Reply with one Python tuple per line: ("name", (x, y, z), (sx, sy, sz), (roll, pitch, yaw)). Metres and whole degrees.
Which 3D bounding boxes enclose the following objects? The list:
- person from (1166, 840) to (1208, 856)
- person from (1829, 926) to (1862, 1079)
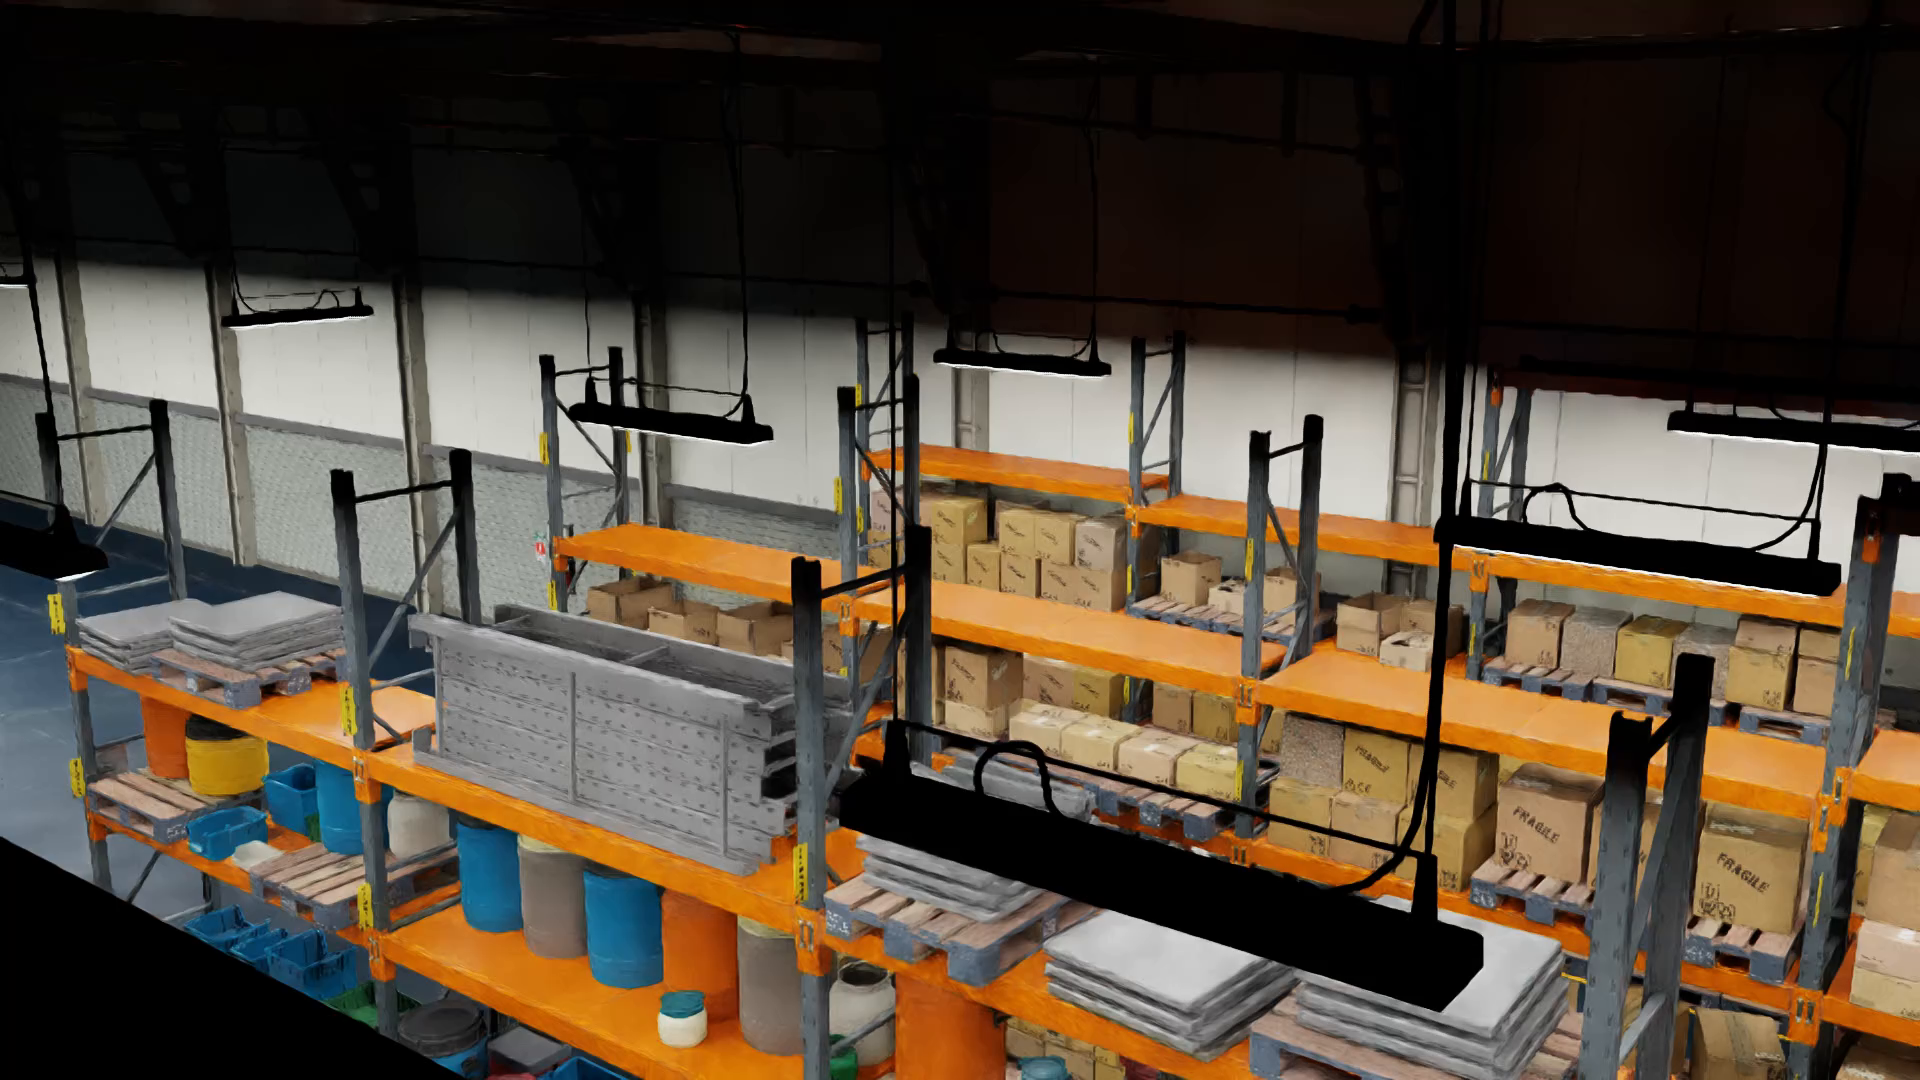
("person", (2.308, 3.288, 17.231), (1.029, 1.724, 0.554), (7, 15, 28))
("person", (7.587, 4.049, 13.975), (1.107, 1.725, 0.600), (9, 16, 35))
